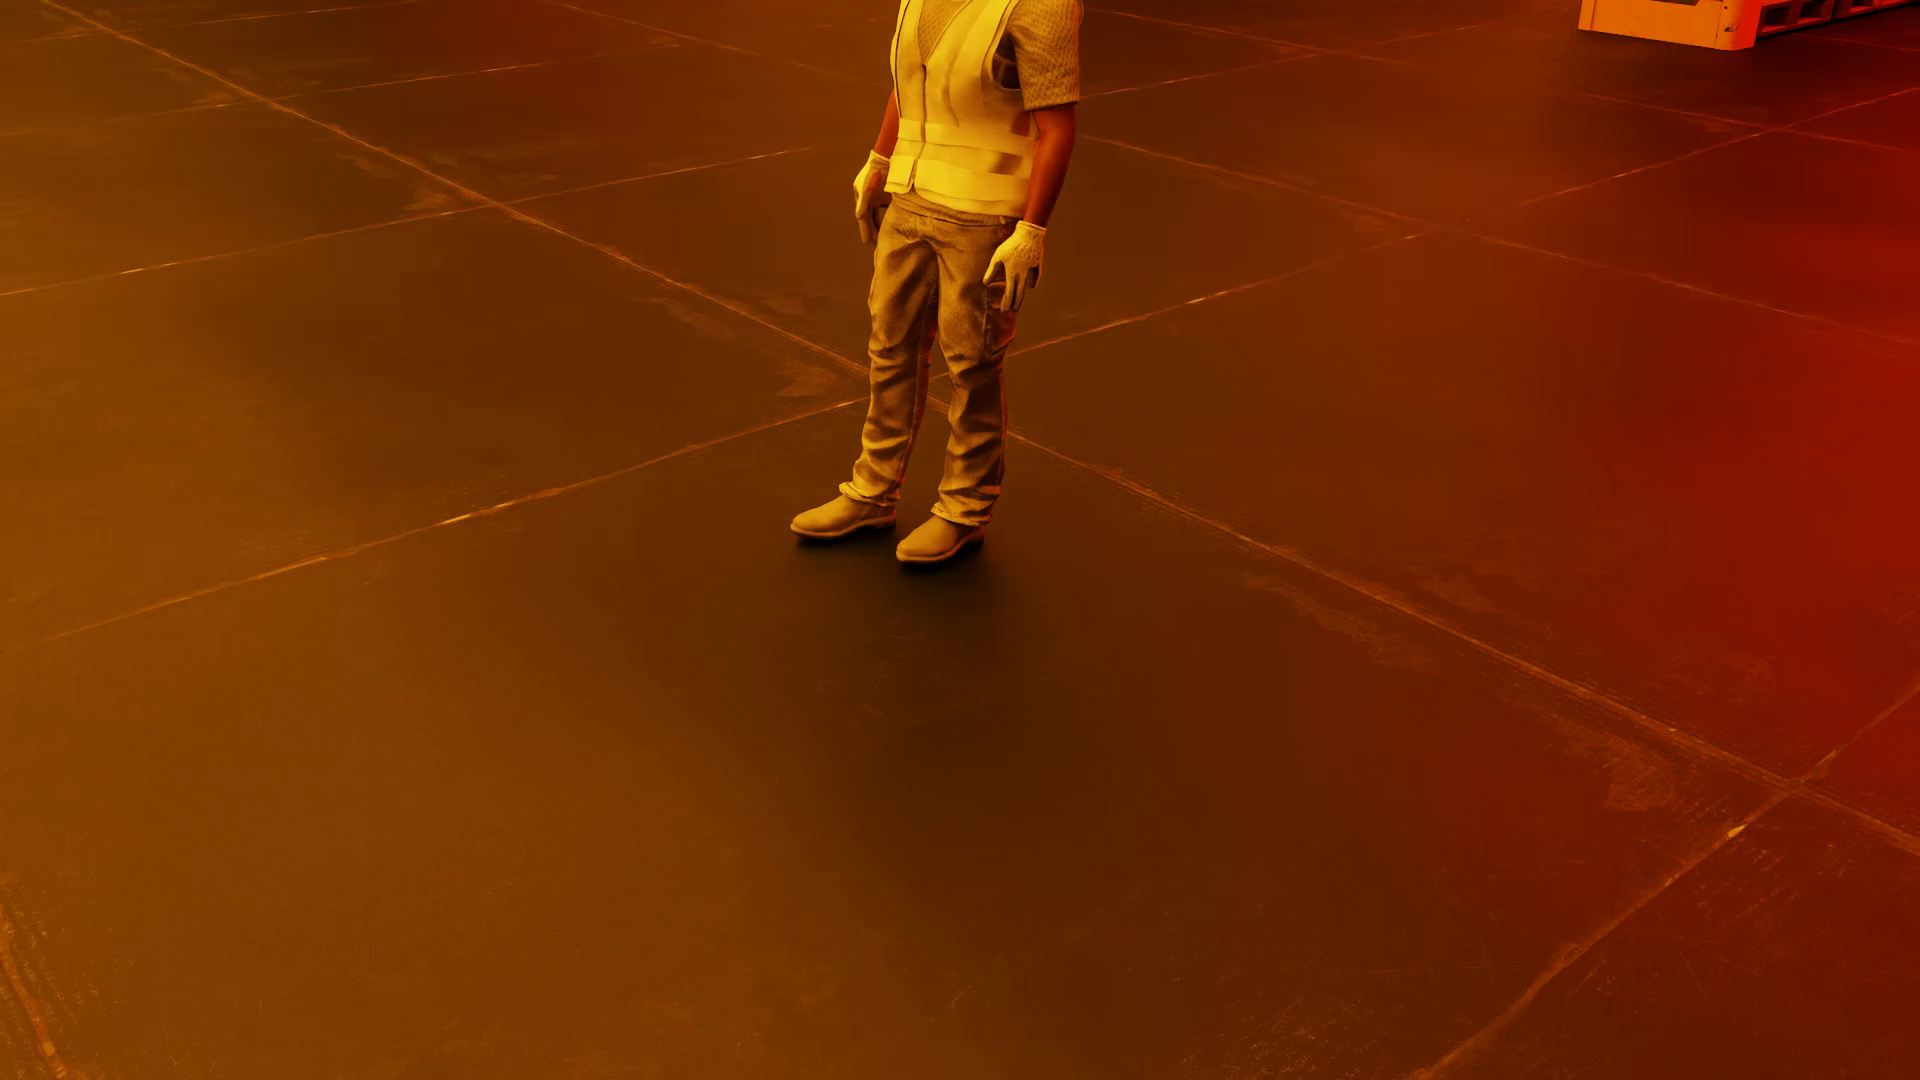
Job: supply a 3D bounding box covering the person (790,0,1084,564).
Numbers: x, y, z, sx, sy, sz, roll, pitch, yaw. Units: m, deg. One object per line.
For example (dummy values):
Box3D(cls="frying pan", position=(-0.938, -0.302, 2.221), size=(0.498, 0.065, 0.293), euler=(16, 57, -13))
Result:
Box3D(cls="person", position=(-0.061, -0.788, 4.067), size=(0.577, 1.782, 0.656), euler=(-20, 33, -35))
